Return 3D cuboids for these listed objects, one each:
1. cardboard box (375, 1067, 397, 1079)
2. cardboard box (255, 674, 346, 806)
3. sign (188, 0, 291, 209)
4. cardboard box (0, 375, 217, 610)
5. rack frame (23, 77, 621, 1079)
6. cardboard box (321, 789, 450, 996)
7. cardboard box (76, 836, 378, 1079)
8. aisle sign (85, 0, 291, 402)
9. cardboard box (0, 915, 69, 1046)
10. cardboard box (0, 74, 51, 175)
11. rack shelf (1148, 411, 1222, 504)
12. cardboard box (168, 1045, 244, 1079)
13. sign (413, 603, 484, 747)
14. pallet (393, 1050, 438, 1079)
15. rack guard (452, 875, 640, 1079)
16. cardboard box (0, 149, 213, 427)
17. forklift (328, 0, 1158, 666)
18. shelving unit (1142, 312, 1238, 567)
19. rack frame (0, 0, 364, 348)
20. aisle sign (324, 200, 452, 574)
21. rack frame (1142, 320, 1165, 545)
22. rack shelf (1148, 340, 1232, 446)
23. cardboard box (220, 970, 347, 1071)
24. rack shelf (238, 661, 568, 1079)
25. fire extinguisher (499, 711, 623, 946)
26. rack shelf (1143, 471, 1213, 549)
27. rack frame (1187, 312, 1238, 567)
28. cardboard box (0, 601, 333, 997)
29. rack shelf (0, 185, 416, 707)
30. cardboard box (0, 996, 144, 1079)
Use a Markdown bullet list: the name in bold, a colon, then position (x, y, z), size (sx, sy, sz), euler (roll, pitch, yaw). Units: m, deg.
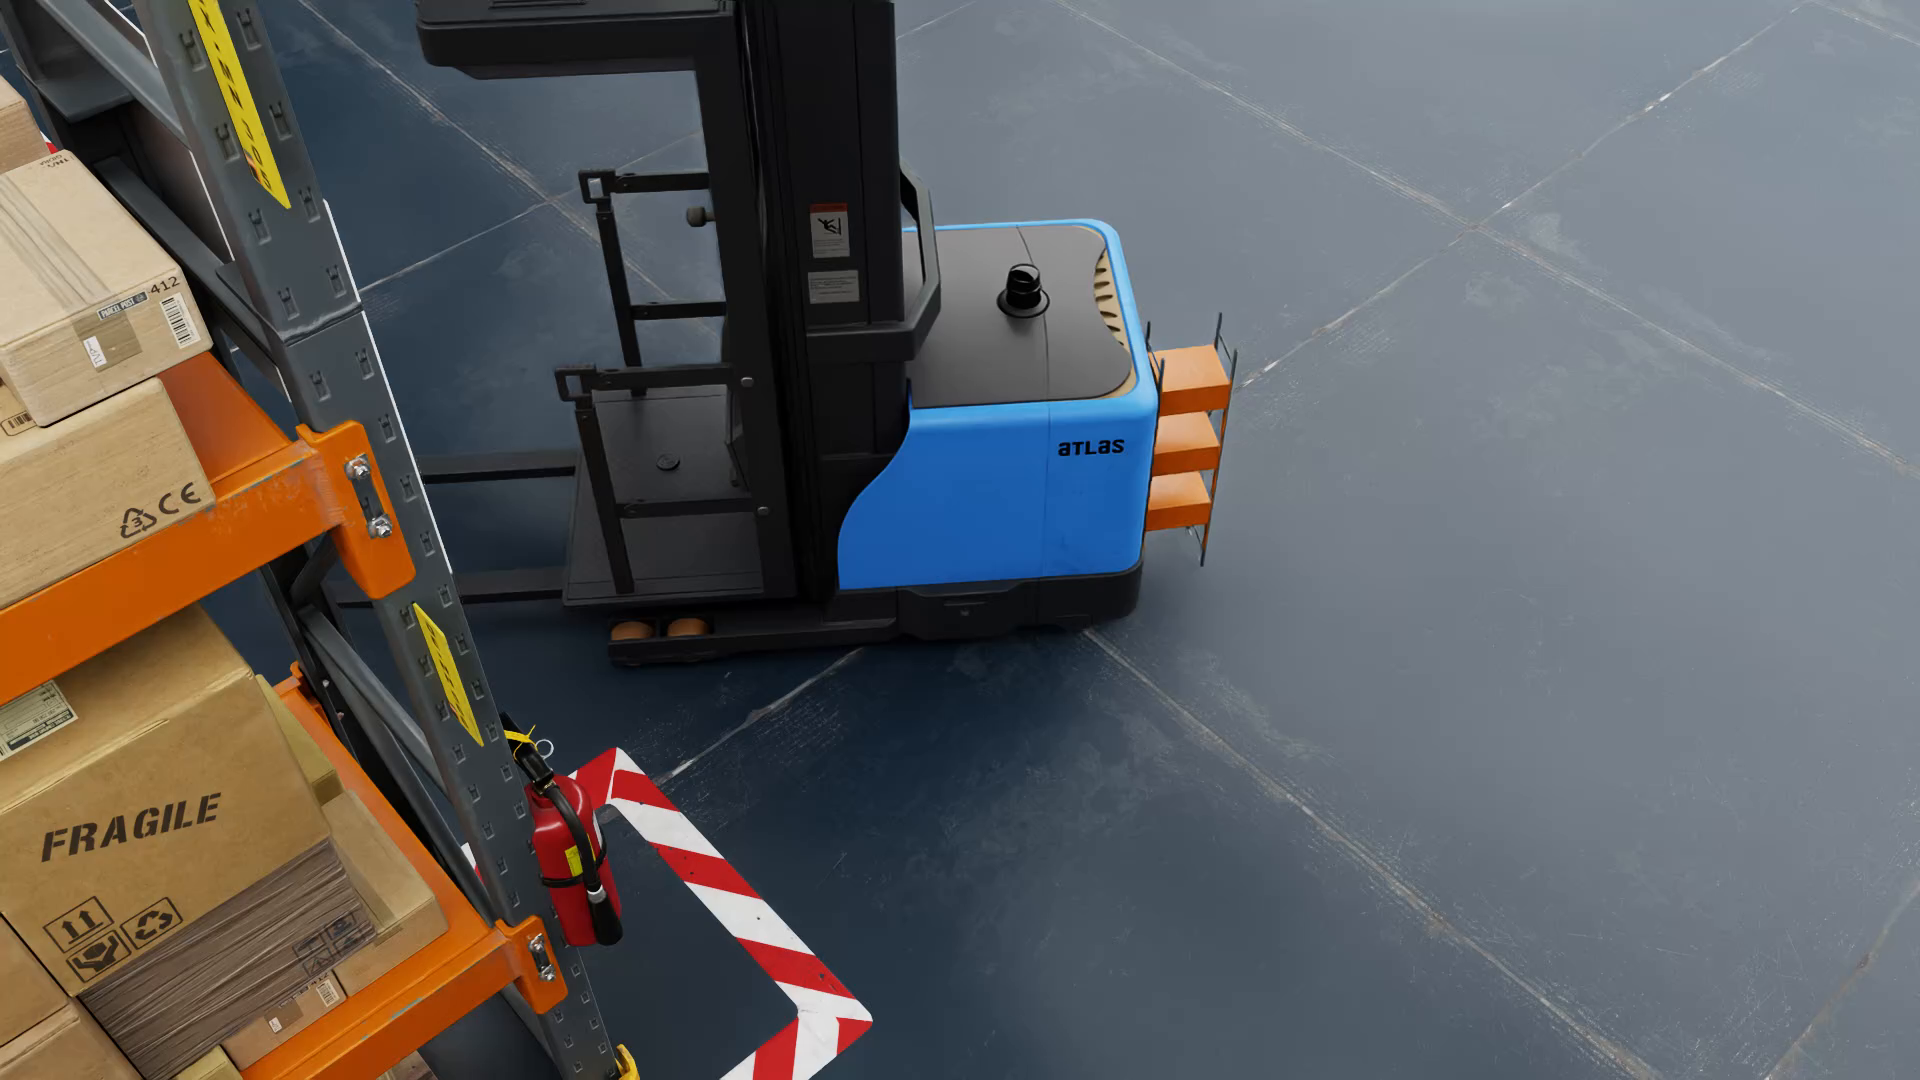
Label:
- **cardboard box**: position (-1.747, 1.439, 4.297), size (0.500, 0.500, 0.500), euler (-24, 52, -21)
- **cardboard box**: position (-1.645, 0.530, 3.891), size (0.250, 0.149, 0.380), euler (-34, 56, -27)
- **sign**: position (-0.915, -0.572, 2.093), size (0.005, 0.325, 0.100), euler (-34, 56, -27)
- **cardboard box**: position (-1.459, -0.156, 2.414), size (0.500, 0.250, 0.500), euler (-33, 55, -26)
- **rack frame**: position (-1.274, 0.434, 3.809), size (0.127, 3.000, 1.000), euler (-34, 56, -27)
- **cardboard box**: position (-1.346, 0.772, 3.668), size (0.250, 0.149, 0.380), euler (-34, 56, -27)
- **cardboard box**: position (-1.699, 0.556, 3.426), size (0.500, 0.500, 0.875), euler (-34, 56, -27)
- **aisle sign**: position (-1.430, -0.642, 3.032), size (0.004, 0.787, 0.394), euler (-34, 56, -27)
- **cardboard box**: position (-1.880, 0.616, 2.689), size (0.500, 0.500, 0.500), euler (-34, 56, -27)
- **cardboard box**: position (-1.633, -0.657, 2.605), size (0.250, 0.149, 0.380), euler (-34, 56, -27)
- **rack shelf**: position (0.760, -0.305, 5.831), size (0.240, 0.259, 0.215), euler (-7, 48, -7)
- **cardboard box**: position (-1.681, 1.047, 3.414), size (0.250, 0.149, 0.380), euler (-34, 56, -27)
- **sign**: position (-0.915, 0.246, 2.980), size (0.005, 0.325, 0.100), euler (-34, 56, -27)
- **pallet**: position (-1.955, 1.799, 4.446), size (1.213, 0.211, 1.003), euler (-34, 56, -27)
- **rack guard**: position (-1.330, 1.319, 4.693), size (0.348, 0.500, 1.175), euler (-34, 56, -27)
- **cardboard box**: position (-1.269, -0.361, 2.332), size (0.250, 0.149, 0.380), euler (-34, 56, -27)
- **forklift**: position (-0.905, -0.960, 5.141), size (3.031, 2.935, 1.130), euler (-4, 47, -3)
- **shelving unit**: position (0.760, -0.312, 5.824), size (0.252, 1.050, 0.215), euler (-7, 48, -7)
- **rack frame**: position (-1.274, -1.601, 1.604), size (0.127, 3.000, 1.000), euler (-34, 56, -27)
- **aisle sign**: position (-1.026, -0.315, 2.731), size (0.004, 0.787, 0.394), euler (-34, 56, -27)
- **rack frame**: position (0.640, -0.296, 5.809), size (0.008, 1.050, 0.200), euler (-7, 48, -7)
- **rack shelf**: position (0.760, -0.497, 5.623), size (0.240, 0.259, 0.215), euler (-7, 48, -7)
- **cardboard box**: position (-1.531, 0.895, 3.554), size (0.250, 0.149, 0.380), euler (-34, 56, -27)
- **rack shelf**: position (-2.753, 1.666, 3.161), size (4.000, 0.370, 1.077), euler (-34, 56, -27)
- **fire extinguisher**: position (-0.879, 0.654, 3.658), size (0.183, 0.674, 0.296), euler (-34, 56, -27)
- **rack shelf**: position (0.760, -0.117, 6.036), size (0.240, 0.259, 0.215), euler (-7, 48, -7)
- **rack frame**: position (0.880, -0.328, 5.838), size (0.008, 1.050, 0.200), euler (-7, 48, -7)
- **cardboard box**: position (-1.514, 0.366, 2.920), size (0.500, 0.500, 0.500), euler (-34, 56, -27)
- **rack shelf**: position (-2.753, 0.649, 2.058), size (4.000, 0.370, 1.077), euler (-34, 56, -27)
- **cardboard box**: position (-1.988, 0.868, 3.137), size (0.500, 0.500, 0.875), euler (-34, 56, -27)
